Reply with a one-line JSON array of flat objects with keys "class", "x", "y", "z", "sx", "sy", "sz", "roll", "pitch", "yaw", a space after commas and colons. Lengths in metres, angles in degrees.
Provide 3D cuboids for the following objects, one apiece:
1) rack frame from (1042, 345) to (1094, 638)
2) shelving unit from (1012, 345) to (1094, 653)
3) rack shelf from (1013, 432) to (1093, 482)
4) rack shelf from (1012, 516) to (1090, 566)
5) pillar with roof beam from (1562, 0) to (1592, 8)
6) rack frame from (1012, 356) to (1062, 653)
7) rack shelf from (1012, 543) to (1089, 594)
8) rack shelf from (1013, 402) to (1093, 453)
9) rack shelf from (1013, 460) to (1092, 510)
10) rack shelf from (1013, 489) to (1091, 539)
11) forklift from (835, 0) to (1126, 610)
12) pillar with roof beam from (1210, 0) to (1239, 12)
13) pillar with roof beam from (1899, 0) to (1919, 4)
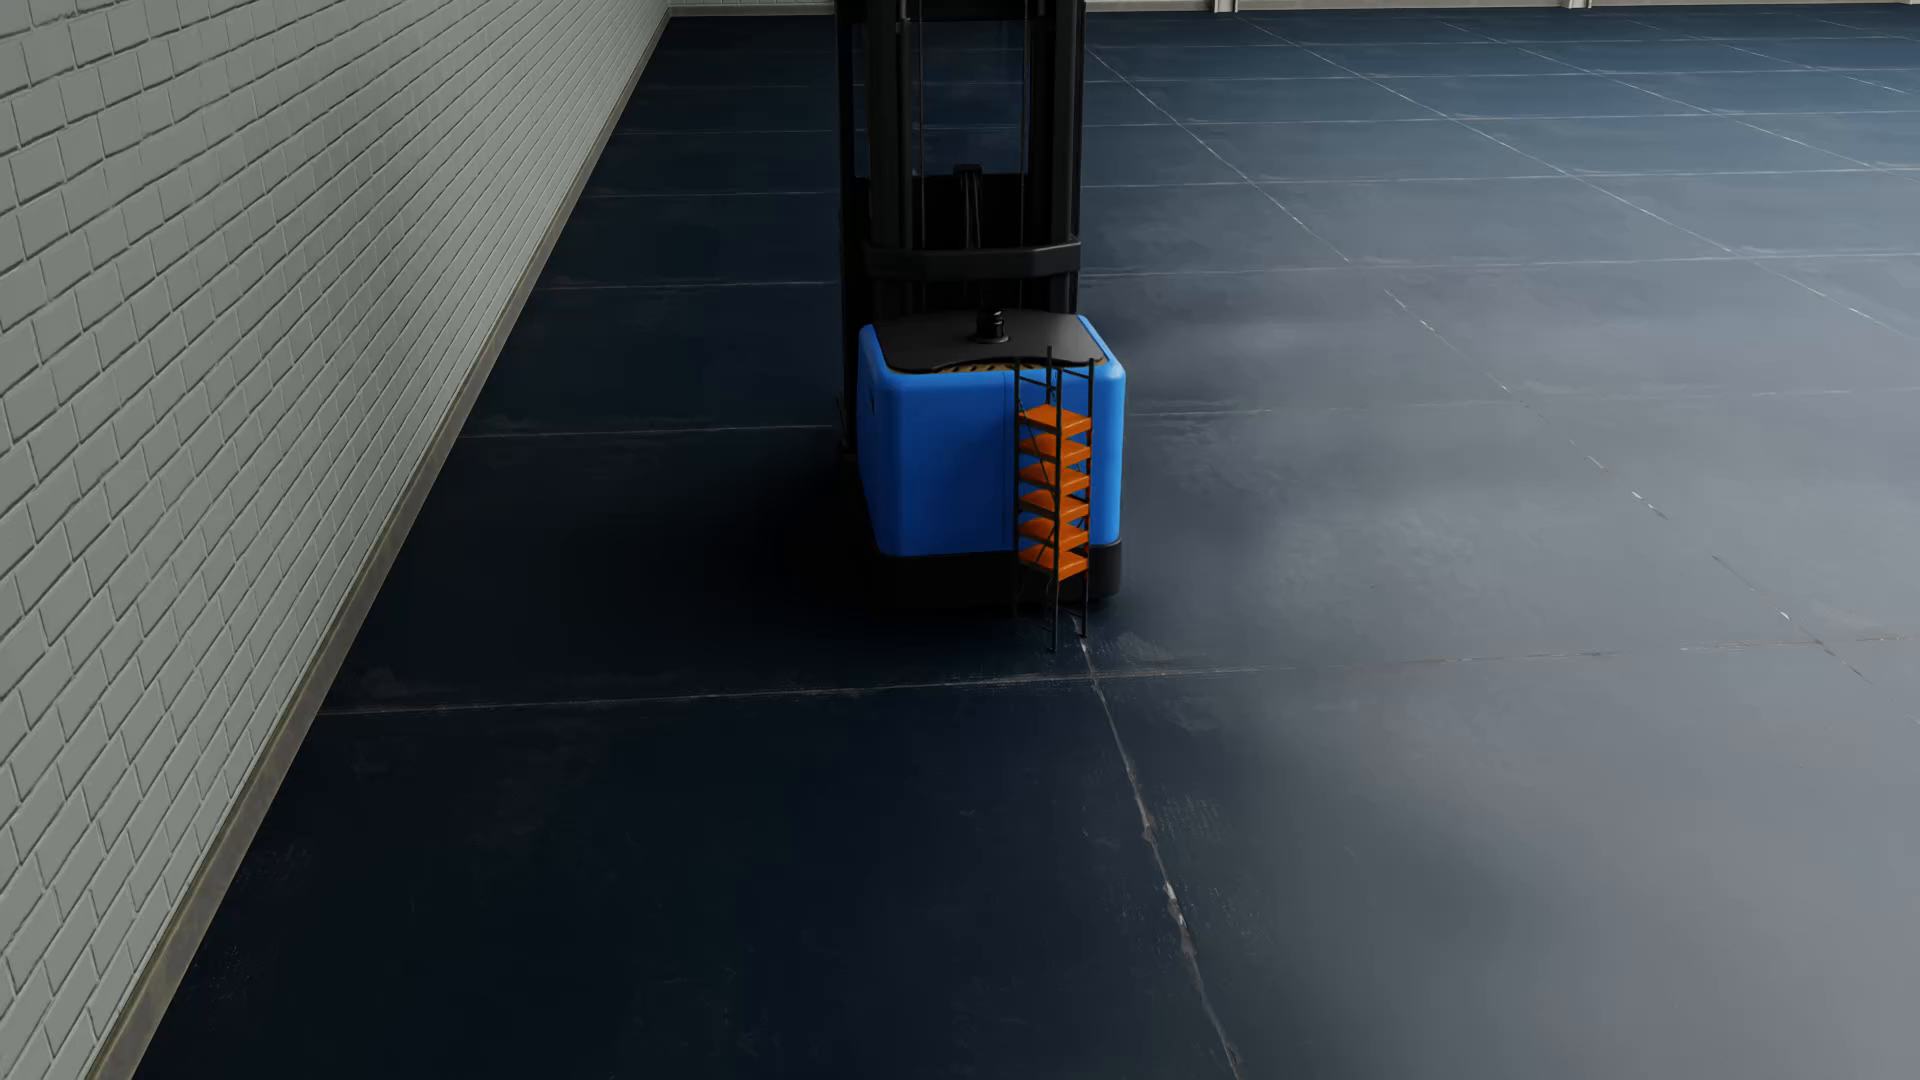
[{"class": "rack frame", "x": 0.430, "y": -0.180, "z": 6.675, "sx": 0.006, "sy": 1.200, "sz": 0.240, "roll": -22, "pitch": 32, "yaw": -40}, {"class": "shelving unit", "x": 0.365, "y": -0.154, "z": 6.617, "sx": 0.189, "sy": 1.200, "sz": 0.258, "roll": -22, "pitch": 32, "yaw": -40}, {"class": "rack shelf", "x": 0.364, "y": -0.332, "z": 6.537, "sx": 0.180, "sy": 0.103, "sz": 0.258, "roll": -22, "pitch": 32, "yaw": -40}, {"class": "rack shelf", "x": 0.366, "y": -0.003, "z": 6.684, "sx": 0.180, "sy": 0.103, "sz": 0.258, "roll": -22, "pitch": 32, "yaw": -40}, {"class": "pillar with roof beam", "x": 10.715, "y": -11.278, "z": 22.045, "sx": 0.400, "sy": 9.000, "sz": 9.100, "roll": -2, "pitch": 24, "yaw": -5}, {"class": "rack frame", "x": 0.300, "y": -0.127, "z": 6.558, "sx": 0.006, "sy": 1.200, "sz": 0.240, "roll": -22, "pitch": 32, "yaw": -40}, {"class": "rack shelf", "x": 0.366, "y": 0.106, "z": 6.733, "sx": 0.180, "sy": 0.103, "sz": 0.258, "roll": -22, "pitch": 32, "yaw": -40}, {"class": "rack shelf", "x": 0.364, "y": -0.442, "z": 6.488, "sx": 0.180, "sy": 0.103, "sz": 0.258, "roll": -22, "pitch": 32, "yaw": -40}, {"class": "rack shelf", "x": 0.365, "y": -0.223, "z": 6.586, "sx": 0.180, "sy": 0.103, "sz": 0.258, "roll": -22, "pitch": 32, "yaw": -40}, {"class": "rack shelf", "x": 0.365, "y": -0.113, "z": 6.635, "sx": 0.180, "sy": 0.103, "sz": 0.258, "roll": -22, "pitch": 32, "yaw": -40}, {"class": "forklift", "x": -0.033, "y": -1.613, "z": 7.771, "sx": 1.130, "sy": 2.935, "sz": 3.031, "roll": -3, "pitch": 24, "yaw": -7}, {"class": "pillar with roof beam", "x": 4.744, "y": -11.039, "z": 21.506, "sx": 0.400, "sy": 9.000, "sz": 9.100, "roll": -2, "pitch": 24, "yaw": -5}, {"class": "pillar with roof beam", "x": 16.686, "y": -11.518, "z": 22.584, "sx": 0.400, "sy": 9.000, "sz": 9.100, "roll": -2, "pitch": 24, "yaw": -5}]
